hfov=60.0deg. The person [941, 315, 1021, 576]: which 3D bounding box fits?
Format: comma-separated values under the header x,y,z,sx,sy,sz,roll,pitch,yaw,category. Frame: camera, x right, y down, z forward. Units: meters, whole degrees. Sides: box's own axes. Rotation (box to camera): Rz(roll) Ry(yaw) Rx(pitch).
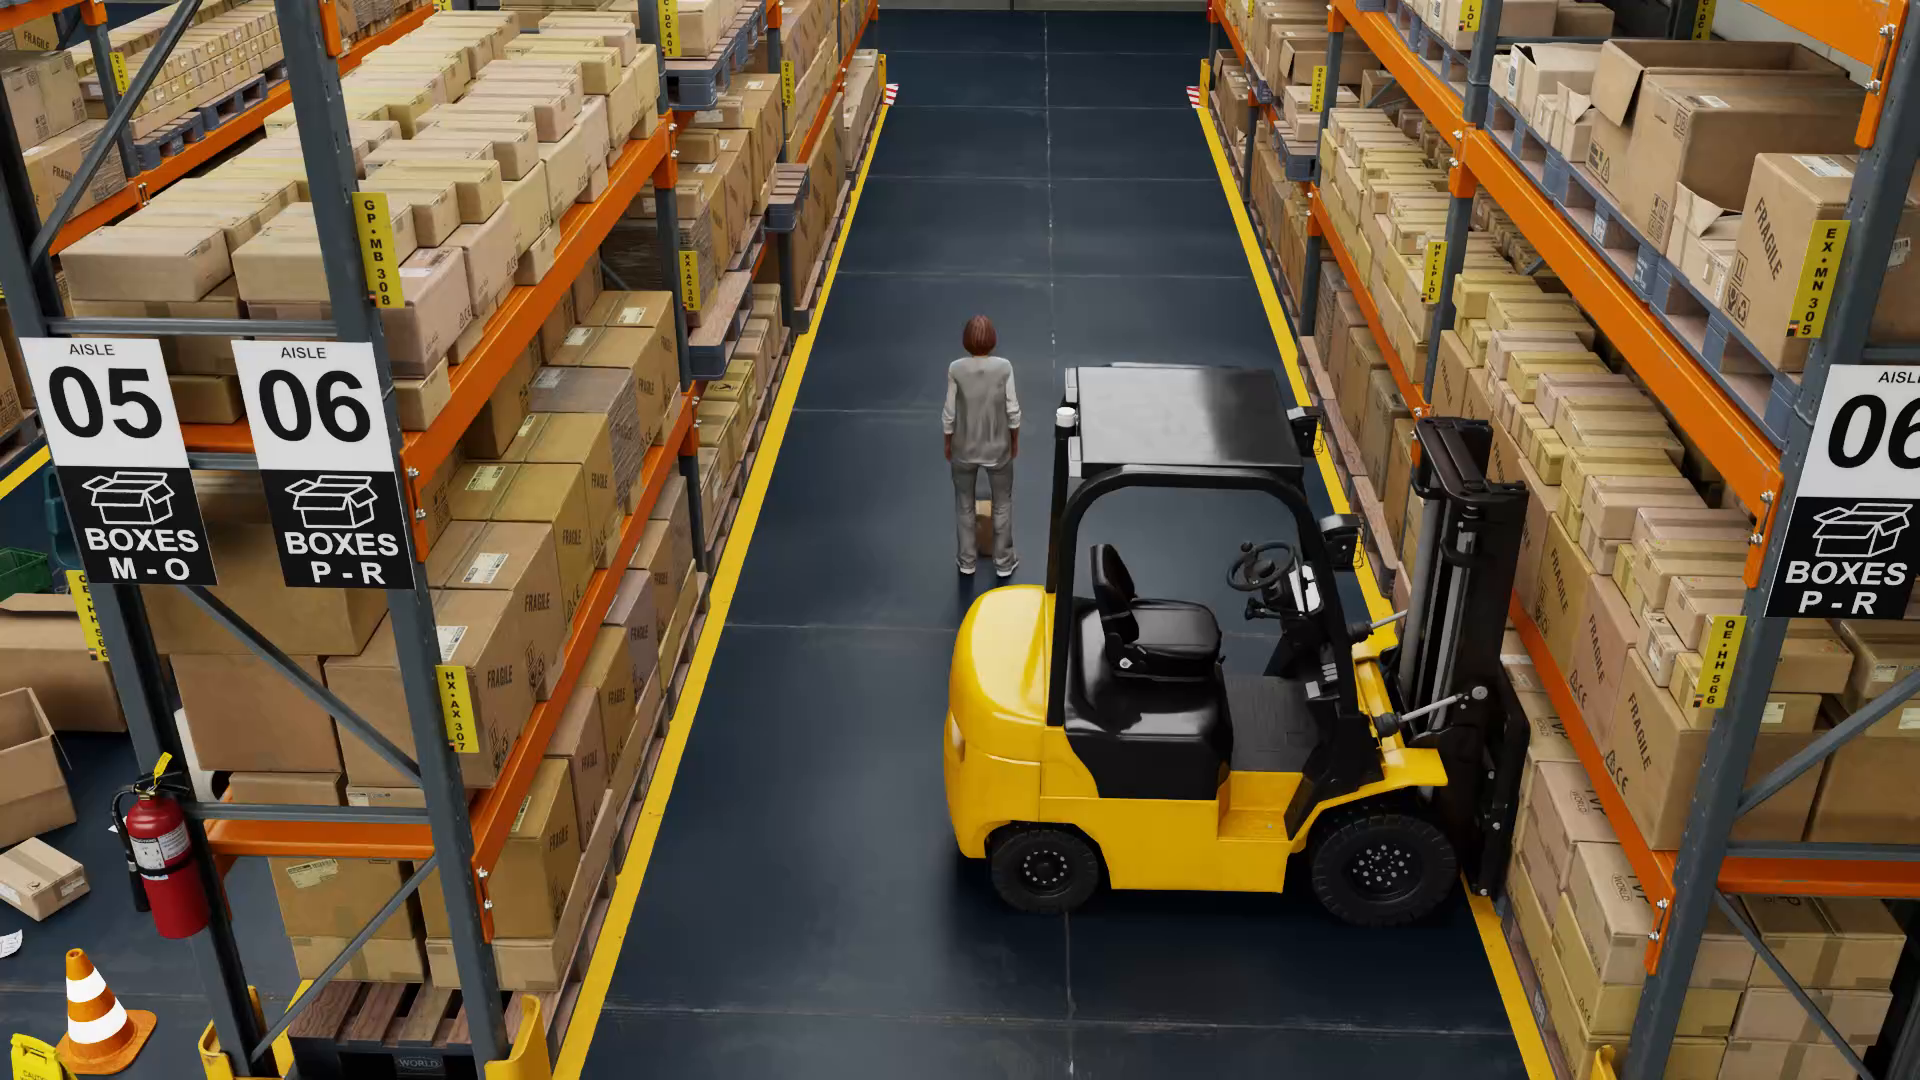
x,y,z,sx,sy,sz,roll,pitch,yaw,category
0.123,-0.524,9.604,0.459,1.594,0.374,0,28,0,person
